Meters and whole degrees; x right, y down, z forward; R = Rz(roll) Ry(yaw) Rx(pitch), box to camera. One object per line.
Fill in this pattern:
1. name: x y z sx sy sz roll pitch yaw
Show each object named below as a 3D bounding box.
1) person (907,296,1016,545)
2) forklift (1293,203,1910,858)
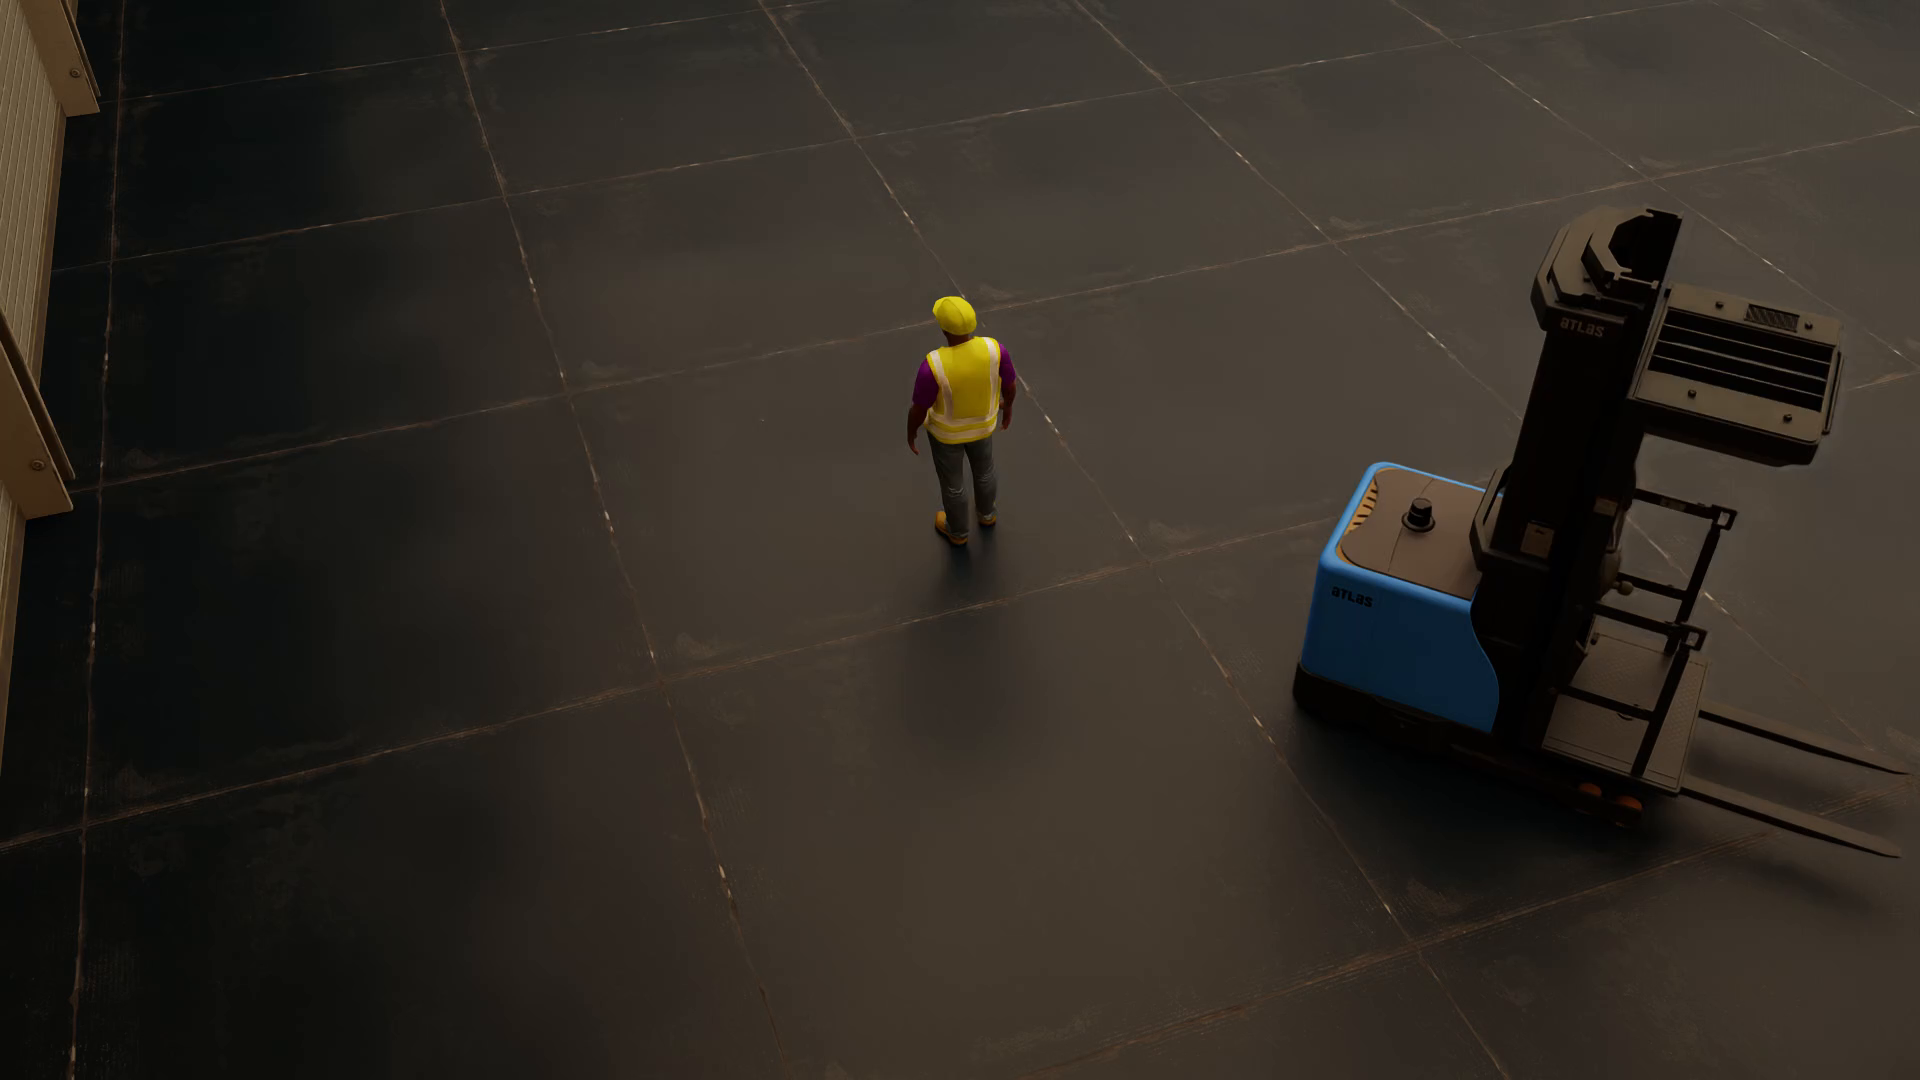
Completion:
1. person: -0.018 -0.725 9.755 0.665 1.765 0.577 -13 42 -15
2. forklift: 3.381 -0.043 8.047 3.031 2.935 1.130 18 43 21
